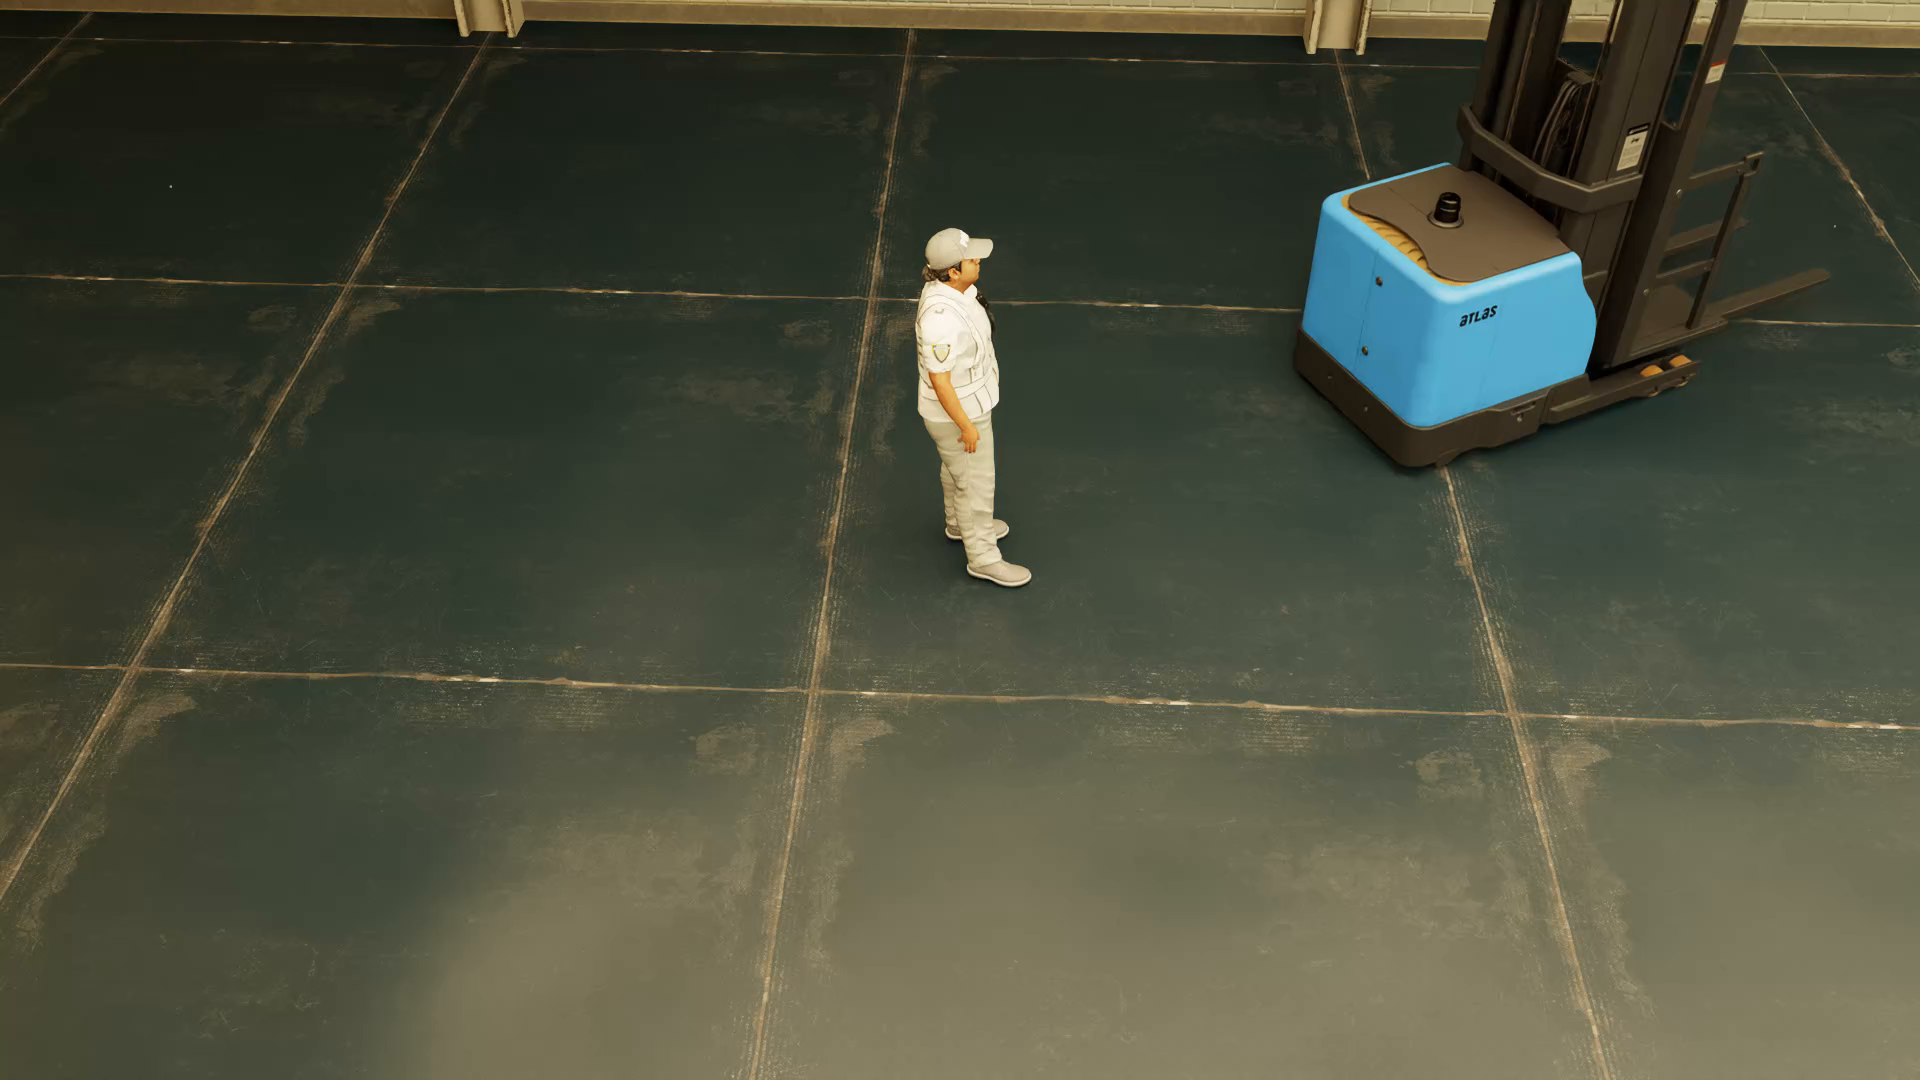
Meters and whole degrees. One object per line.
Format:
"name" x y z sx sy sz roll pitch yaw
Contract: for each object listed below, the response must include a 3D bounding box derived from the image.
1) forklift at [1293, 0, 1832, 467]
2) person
"forklift" 3.321 -2.133 8.079 3.031 2.935 1.130 -18 46 -19
"person" 0.075 -0.603 7.330 0.529 1.670 0.598 2 42 2
